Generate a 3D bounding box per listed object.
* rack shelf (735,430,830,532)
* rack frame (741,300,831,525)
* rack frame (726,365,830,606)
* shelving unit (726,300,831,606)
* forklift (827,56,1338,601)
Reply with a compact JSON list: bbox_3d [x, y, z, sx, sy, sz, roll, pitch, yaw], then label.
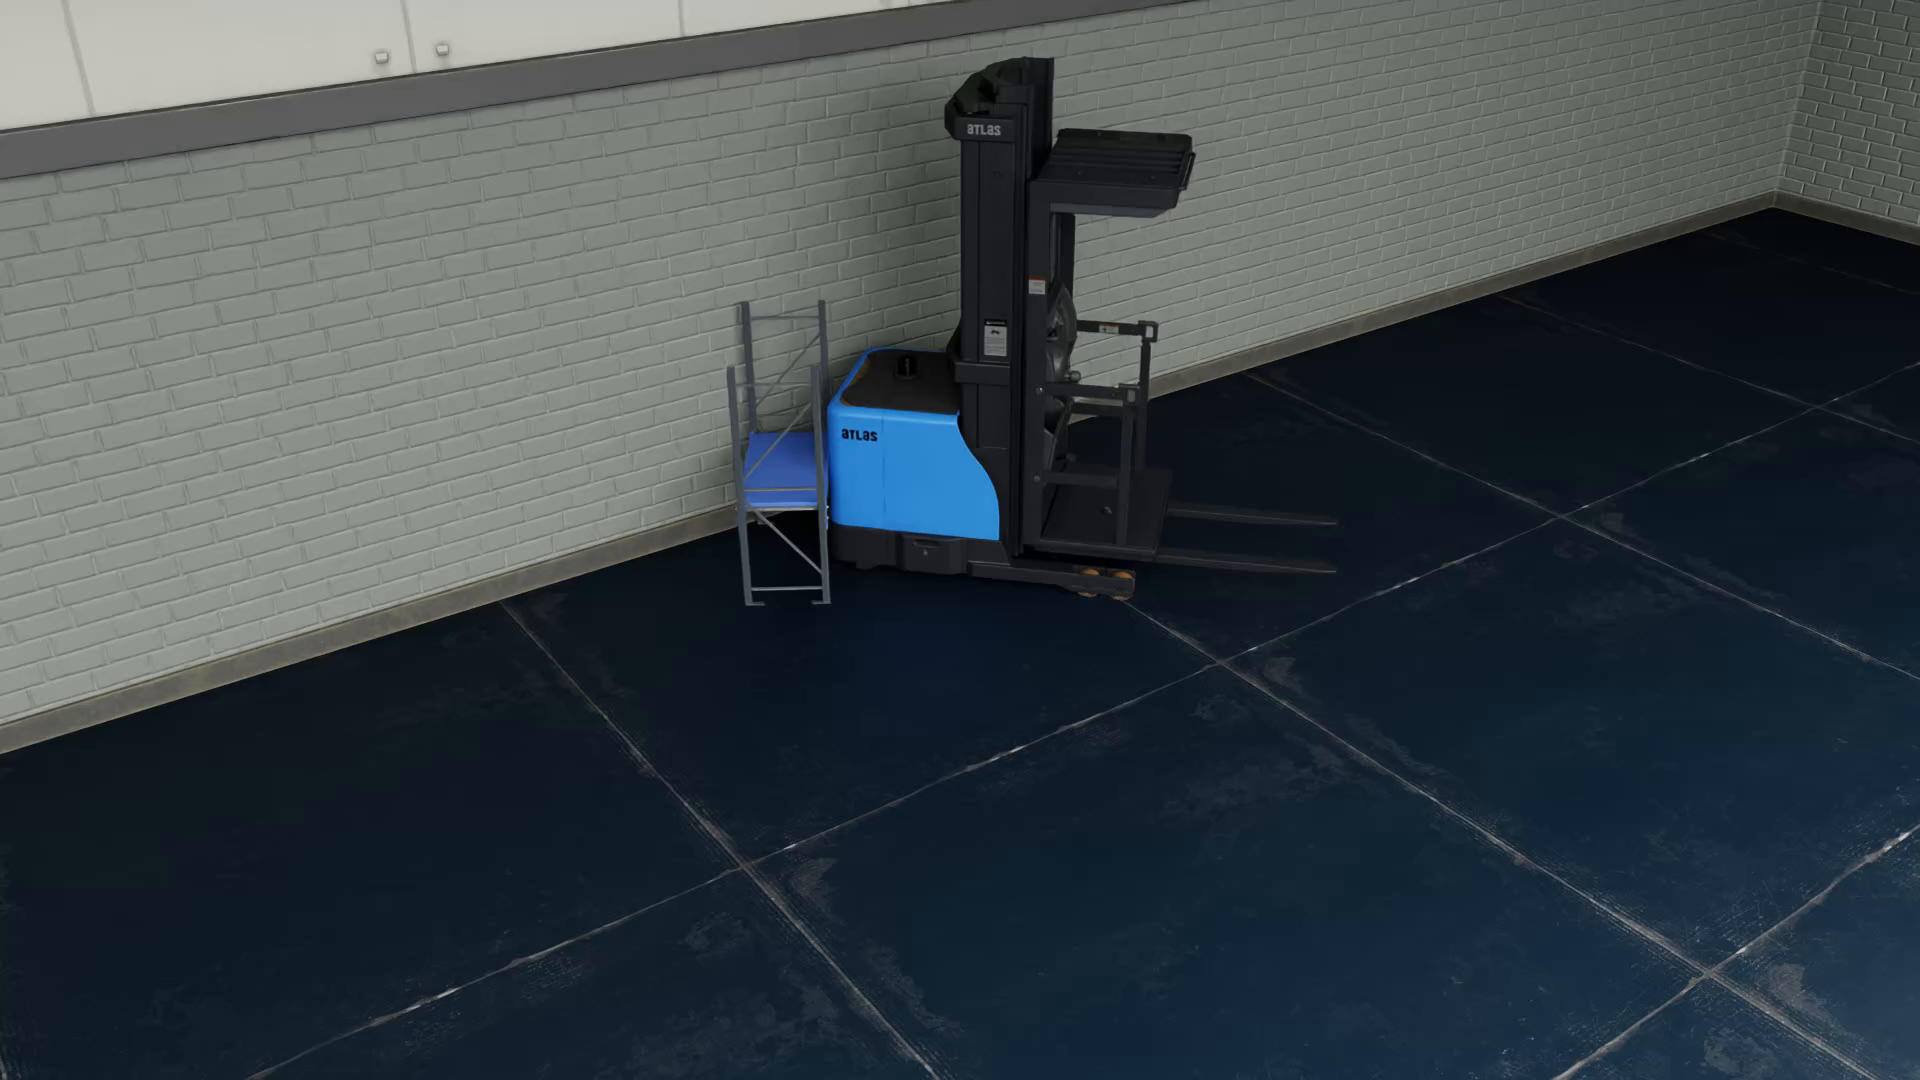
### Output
[{"bbox_3d":[-1.035,-0.369,9.959,0.538,0.185,1.000,-1,29,-2],"label":"rack shelf"},{"bbox_3d":[-1.054,-0.770,10.319,0.500,1.500,0.032,-1,29,-2],"label":"rack frame"},{"bbox_3d":[-1.018,-0.285,9.427,0.500,1.500,0.032,-1,29,-2],"label":"rack frame"},{"bbox_3d":[-1.036,-0.528,9.873,0.538,1.500,1.048,-1,29,-2],"label":"shelving unit"},{"bbox_3d":[0.776,-1.207,9.628,3.031,2.935,1.130,6,29,10],"label":"forklift"}]
